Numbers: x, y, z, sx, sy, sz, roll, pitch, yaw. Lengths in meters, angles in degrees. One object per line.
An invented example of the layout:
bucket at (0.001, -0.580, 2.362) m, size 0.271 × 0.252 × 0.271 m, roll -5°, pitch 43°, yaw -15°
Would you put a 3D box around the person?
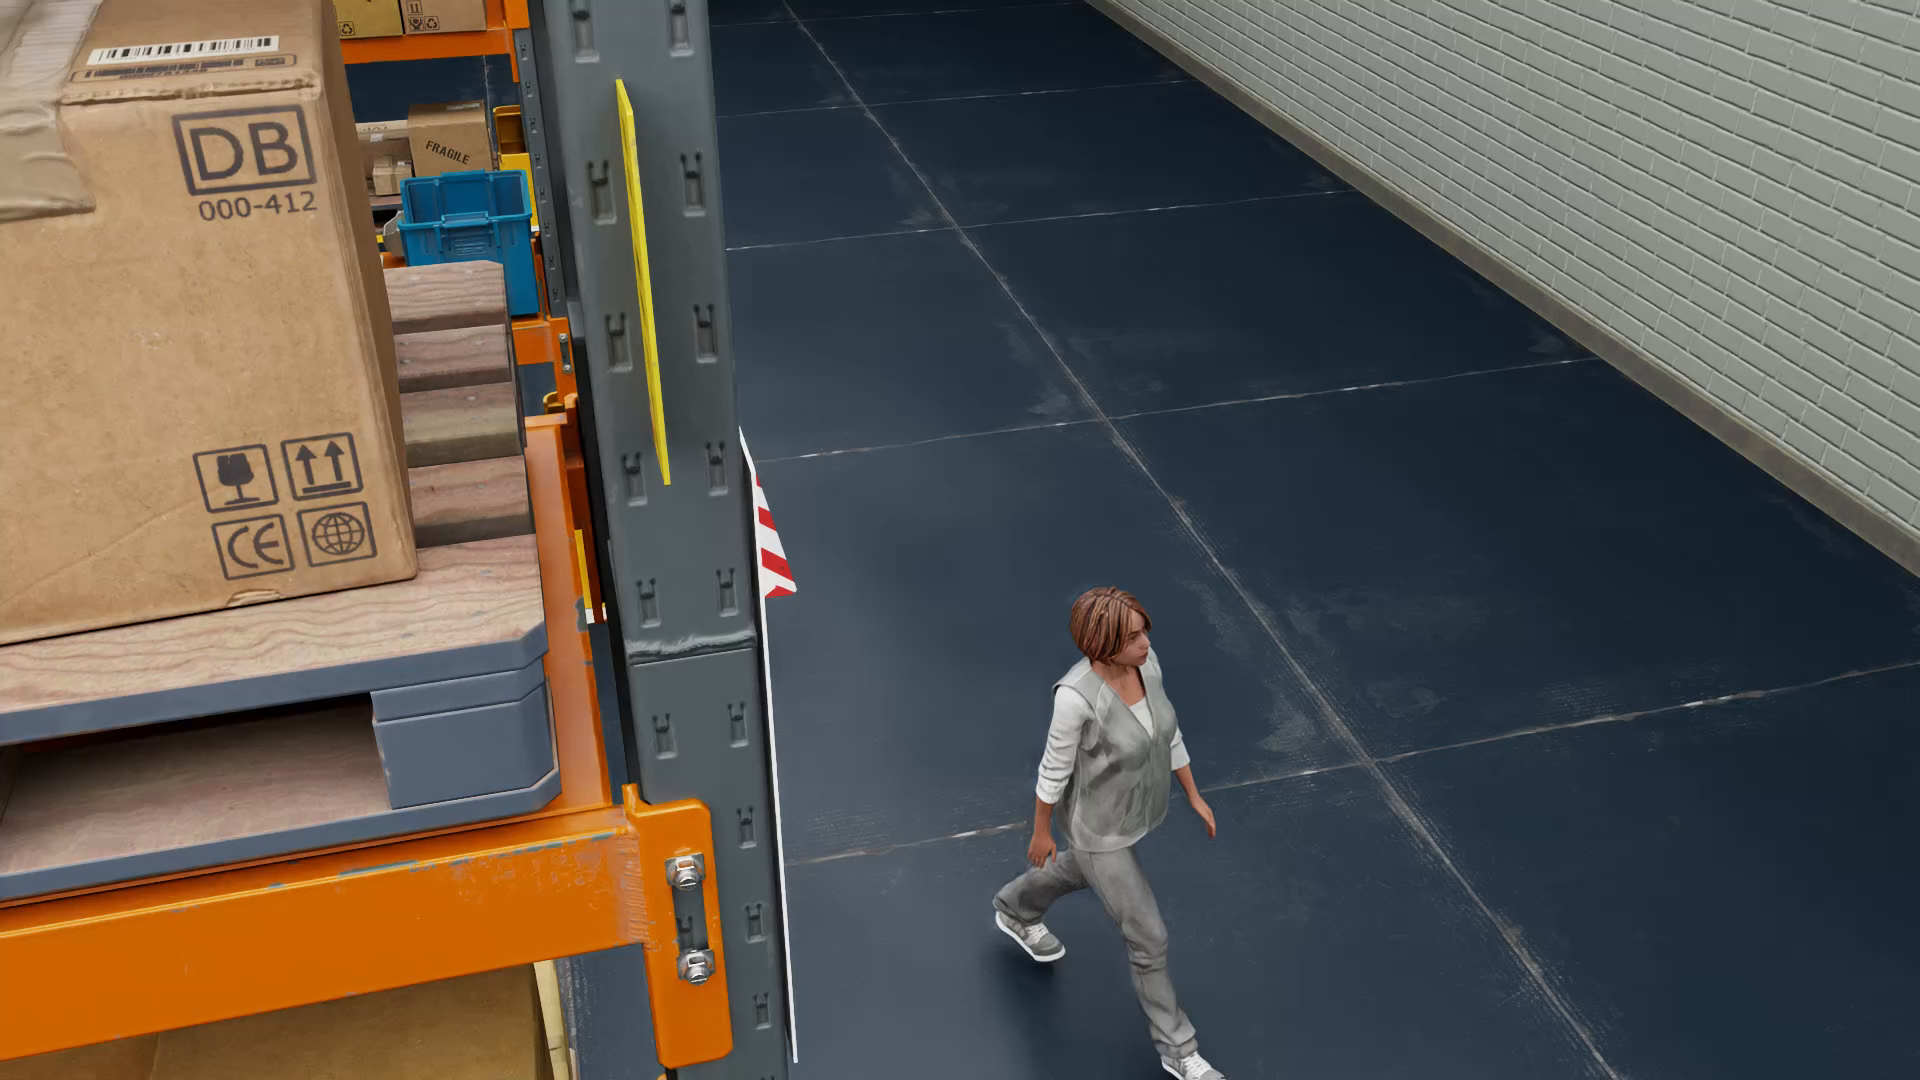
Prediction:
person at (0.473, 0.793, 4.791) m, size 0.979 × 1.533 × 0.429 m, roll 22°, pitch 37°, yaw 32°
